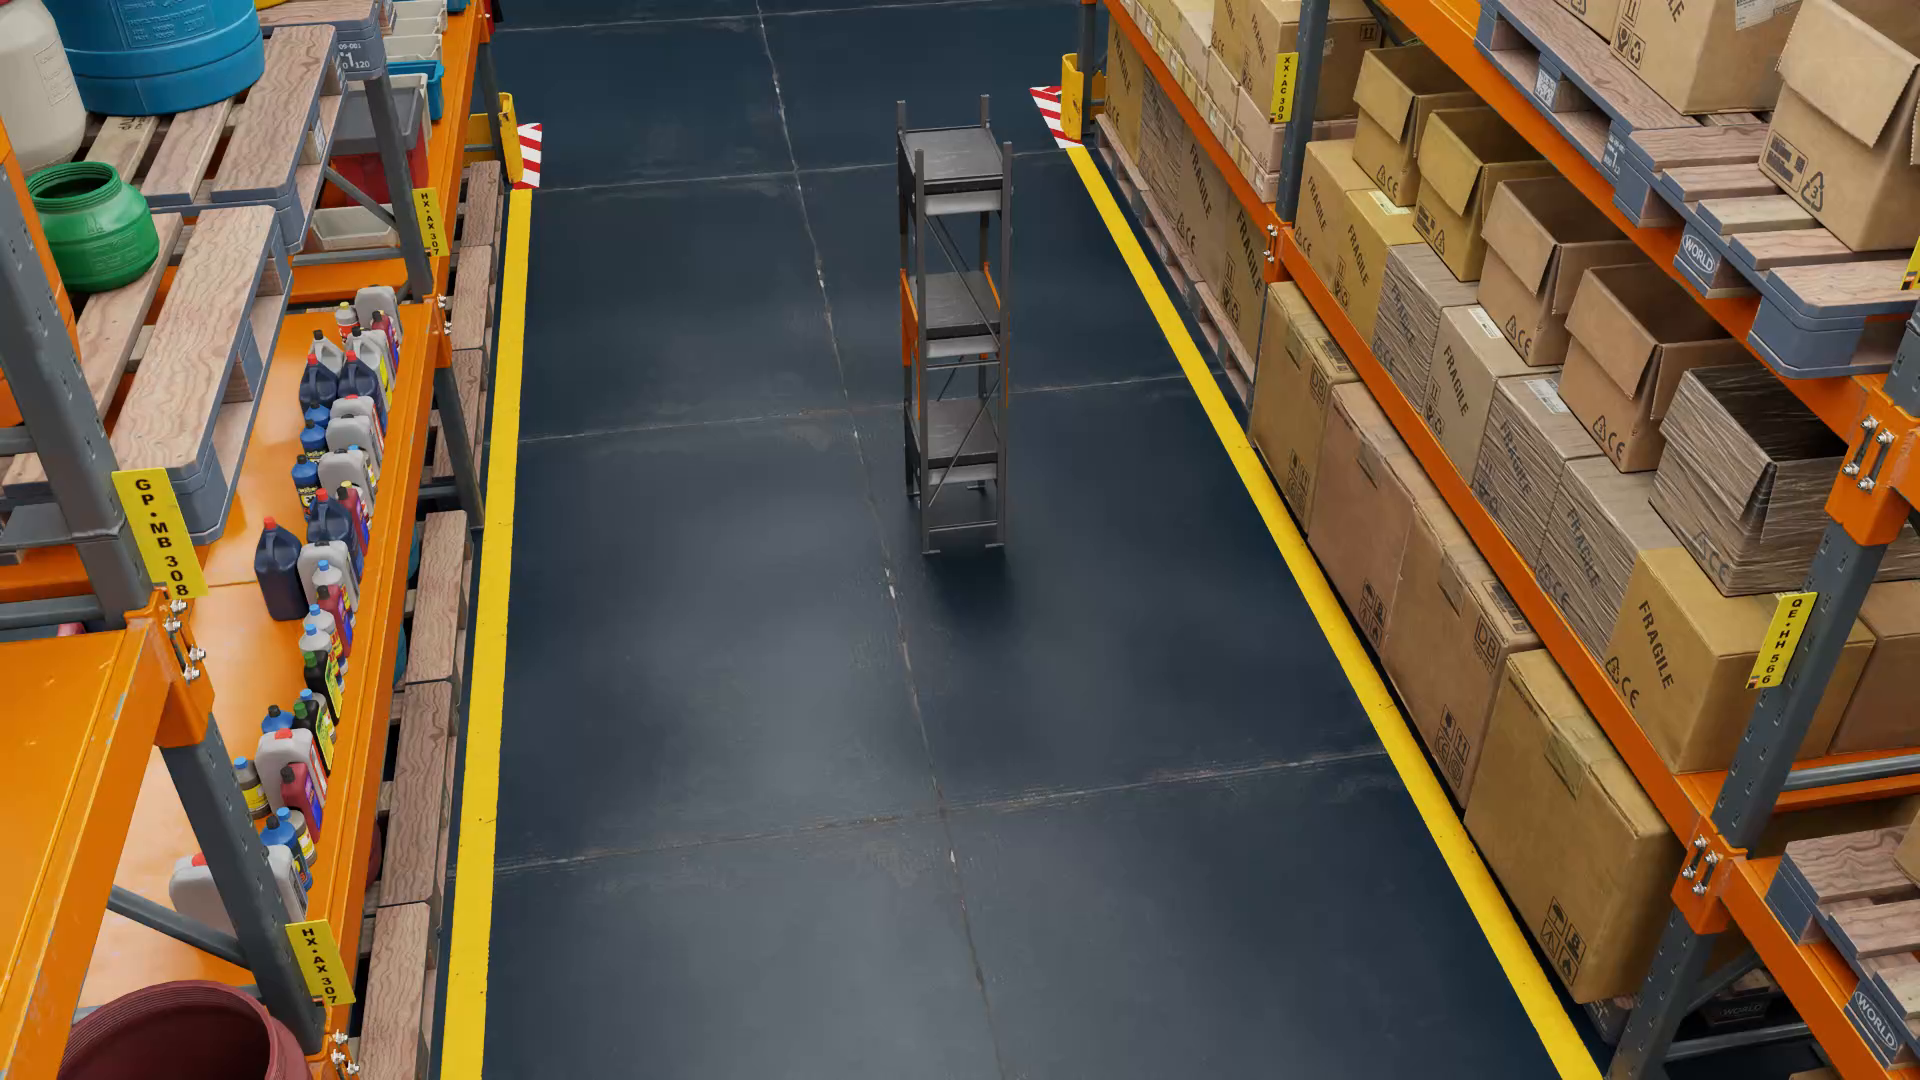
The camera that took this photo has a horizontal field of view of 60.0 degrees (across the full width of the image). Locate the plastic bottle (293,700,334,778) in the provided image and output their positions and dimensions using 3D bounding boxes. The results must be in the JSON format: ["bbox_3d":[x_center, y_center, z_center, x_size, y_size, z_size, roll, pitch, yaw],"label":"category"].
[{"bbox_3d":[-1.969,0.583,5.050,0.061,0.283,0.133,-6,38,-8],"label":"plastic bottle"}]

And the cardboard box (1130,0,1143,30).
[{"bbox_3d":[1.242,-3.197,10.025,0.380,0.149,0.250,-7,38,-9],"label":"cardboard box"}]

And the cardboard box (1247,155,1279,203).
[{"bbox_3d":[1.648,-1.800,8.227,0.380,0.149,0.250,-6,38,-8],"label":"cardboard box"}]

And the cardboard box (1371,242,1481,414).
[{"bbox_3d":[2.035,-0.879,6.755,0.500,0.500,0.500,-7,38,-9],"label":"cardboard box"}]

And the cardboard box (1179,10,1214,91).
[{"bbox_3d":[1.505,-2.668,9.018,0.500,0.250,0.500,-5,38,-7],"label":"cardboard box"}]

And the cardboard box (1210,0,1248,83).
[{"bbox_3d":[1.596,-2.657,8.393,0.500,0.500,0.500,-6,38,-7],"label":"cardboard box"}]

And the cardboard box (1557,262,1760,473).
[{"bbox_3d":[2.501,-0.607,5.587,0.797,0.503,0.637,-5,38,-7],"label":"cardboard box"}]

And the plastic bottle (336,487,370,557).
[{"bbox_3d":[-2.163,-0.087,5.912,0.061,0.283,0.133,-6,38,-8],"label":"plastic bottle"}]

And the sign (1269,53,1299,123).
[{"bbox_3d":[1.478,-2.063,7.590,0.100,0.325,0.005,-6,38,-8],"label":"sign"}]

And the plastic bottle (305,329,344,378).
[{"bbox_3d":[-2.511,-0.663,6.598,0.144,0.351,0.185,-6,38,-8],"label":"plastic bottle"}]

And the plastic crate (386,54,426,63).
[{"bbox_3d":[-3.053,-2.561,9.168,0.298,0.136,0.250,-6,38,-8],"label":"plastic crate"}]

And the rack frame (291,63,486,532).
[{"bbox_3d":[-2.852,-1.218,7.272,1.000,3.000,0.127,-6,38,-8],"label":"rack frame"}]

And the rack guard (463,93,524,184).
[{"bbox_3d":[-3.571,-2.660,11.166,1.175,0.500,0.348,-6,38,-8],"label":"rack guard"}]

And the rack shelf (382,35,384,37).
[{"bbox_3d":[-3.203,-3.326,8.128,1.077,0.370,4.000,-6,38,-8],"label":"rack shelf"}]

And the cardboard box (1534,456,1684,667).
[{"bbox_3d":[2.313,0.053,5.555,0.500,0.500,0.500,-7,38,-8],"label":"cardboard box"}]

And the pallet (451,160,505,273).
[{"bbox_3d":[-3.447,-2.030,10.591,1.003,0.211,1.213,-6,38,-8],"label":"pallet"}]

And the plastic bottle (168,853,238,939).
[{"bbox_3d":[-2.059,0.968,4.561,0.152,0.276,0.135,-6,38,-8],"label":"plastic bottle"}]

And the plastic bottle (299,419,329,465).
[{"bbox_3d":[-2.409,-0.332,6.238,0.097,0.271,0.097,0,38,0],"label":"plastic bottle"}]

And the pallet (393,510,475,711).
[{"bbox_3d":[-2.758,0.354,7.522,1.003,0.211,1.213,-6,38,-8],"label":"pallet"}]

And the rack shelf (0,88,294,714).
[{"bbox_3d":[-2.502,-0.910,5.018,1.077,0.370,4.000,-6,38,-8],"label":"rack shelf"}]

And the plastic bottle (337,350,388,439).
[{"bbox_3d":[-2.337,-0.567,6.474,0.144,0.351,0.185,-6,38,-8],"label":"plastic bottle"}]

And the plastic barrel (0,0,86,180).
[{"bbox_3d":[-2.610,-1.260,4.429,0.433,0.535,0.433,0,38,0],"label":"plastic barrel"}]

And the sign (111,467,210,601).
[{"bbox_3d":[-1.611,-0.008,3.356,0.100,0.325,0.005,-6,38,-8],"label":"sign"}]

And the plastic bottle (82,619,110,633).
[{"bbox_3d":[-2.829,0.228,5.451,0.144,0.351,0.185,-6,38,-8],"label":"plastic bottle"}]

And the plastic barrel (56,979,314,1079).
[{"bbox_3d":[-1.772,1.392,3.802,0.600,0.536,0.708,-6,38,-8],"label":"plastic barrel"}]

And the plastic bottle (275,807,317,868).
[{"bbox_3d":[-1.919,0.849,4.774,0.097,0.201,0.097,0,38,0],"label":"plastic bottle"}]

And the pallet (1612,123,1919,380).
[{"bbox_3d":[2.560,-0.827,4.479,1.213,0.211,1.003,-5,38,-6],"label":"pallet"}]

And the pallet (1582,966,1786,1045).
[{"bbox_3d":[2.661,1.283,6.327,1.003,0.211,1.213,-6,38,-8],"label":"pallet"}]

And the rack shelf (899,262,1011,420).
[{"bbox_3d":[-0.029,-0.918,7.643,0.431,0.518,0.480,-6,38,-8],"label":"rack shelf"}]

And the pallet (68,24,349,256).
[{"bbox_3d":[-2.417,-1.180,4.933,1.003,0.211,1.213,-6,38,-8],"label":"pallet"}]

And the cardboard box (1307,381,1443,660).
[{"bbox_3d":[2.313,-0.153,7.292,1.225,0.875,0.875,-7,38,-10],"label":"cardboard box"}]

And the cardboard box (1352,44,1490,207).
[{"bbox_3d":[2.144,-1.801,7.124,0.797,0.503,0.637,-7,38,-9],"label":"cardboard box"}]

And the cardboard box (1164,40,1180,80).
[{"bbox_3d":[1.379,-2.730,9.424,0.380,0.149,0.250,-6,38,-7],"label":"cardboard box"}]

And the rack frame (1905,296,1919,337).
[{"bbox_3d":[2.725,-1.703,3.008,1.000,3.000,0.127,-6,38,-8],"label":"rack frame"}]

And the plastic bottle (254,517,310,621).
[{"bbox_3d":[-2.302,0.085,5.636,0.144,0.351,0.185,-6,38,-8],"label":"plastic bottle"}]

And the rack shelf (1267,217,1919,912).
[{"bbox_3d":[2.374,-0.258,6.624,1.077,0.370,4.000,-6,38,-8],"label":"rack shelf"}]

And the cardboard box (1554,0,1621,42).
[{"bbox_3d":[2.346,-1.957,5.353,0.797,0.503,0.637,-7,38,-9],"label":"cardboard box"}]

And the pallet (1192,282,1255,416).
[{"bbox_3d":[1.967,-1.117,9.415,1.003,0.211,1.213,-6,38,-8],"label":"pallet"}]

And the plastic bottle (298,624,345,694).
[{"bbox_3d":[-2.047,0.381,5.320,0.097,0.271,0.097,0,38,0],"label":"plastic bottle"}]

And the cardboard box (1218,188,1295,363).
[{"bbox_3d":[1.987,-1.484,9.005,0.875,0.875,0.875,-6,38,-8],"label":"cardboard box"}]

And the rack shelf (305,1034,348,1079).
[{"bbox_3d":[-1.801,2.690,2.828,1.077,0.370,4.000,-6,38,-8],"label":"rack shelf"}]

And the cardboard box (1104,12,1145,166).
[{"bbox_3d":[1.513,-3.115,11.104,0.875,0.875,0.875,-6,38,-8],"label":"cardboard box"}]

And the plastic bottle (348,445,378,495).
[{"bbox_3d":[-2.242,-0.262,6.204,0.097,0.201,0.097,0,38,0],"label":"plastic bottle"}]

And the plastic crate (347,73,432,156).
[{"bbox_3d":[-2.939,-2.137,8.503,0.437,0.282,0.530,-6,38,-8],"label":"plastic crate"}]

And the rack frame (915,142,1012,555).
[{"bbox_3d":[0.014,-0.782,7.445,0.400,2.100,0.015,-6,38,-8],"label":"rack frame"}]

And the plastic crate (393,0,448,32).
[{"bbox_3d":[-3.233,-3.080,9.836,0.396,0.136,0.243,-6,38,-8],"label":"plastic crate"}]

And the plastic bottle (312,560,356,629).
[{"bbox_3d":[-2.105,0.183,5.575,0.097,0.271,0.097,0,38,0],"label":"plastic bottle"}]

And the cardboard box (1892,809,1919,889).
[{"bbox_3d":[2.859,0.782,4.274,0.500,0.500,0.500,-11,39,-14],"label":"cardboard box"}]

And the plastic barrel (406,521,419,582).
[{"bbox_3d":[-2.774,-0.224,7.362,0.600,0.901,0.708,-6,38,-8],"label":"plastic barrel"}]

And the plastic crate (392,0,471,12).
[{"bbox_3d":[-3.311,-3.489,10.118,0.616,0.435,0.499,-6,38,-8],"label":"plastic crate"}]

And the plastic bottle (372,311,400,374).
[{"bbox_3d":[-2.380,-0.833,6.873,0.061,0.283,0.133,-6,38,-8],"label":"plastic bottle"}]

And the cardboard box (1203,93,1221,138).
[{"bbox_3d":[1.513,-2.266,8.826,0.380,0.149,0.250,-6,38,-7],"label":"cardboard box"}]

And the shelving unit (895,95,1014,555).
[{"bbox_3d":[-0.029,-0.929,7.634,0.431,2.100,0.503,-6,38,-8],"label":"shelving unit"}]
